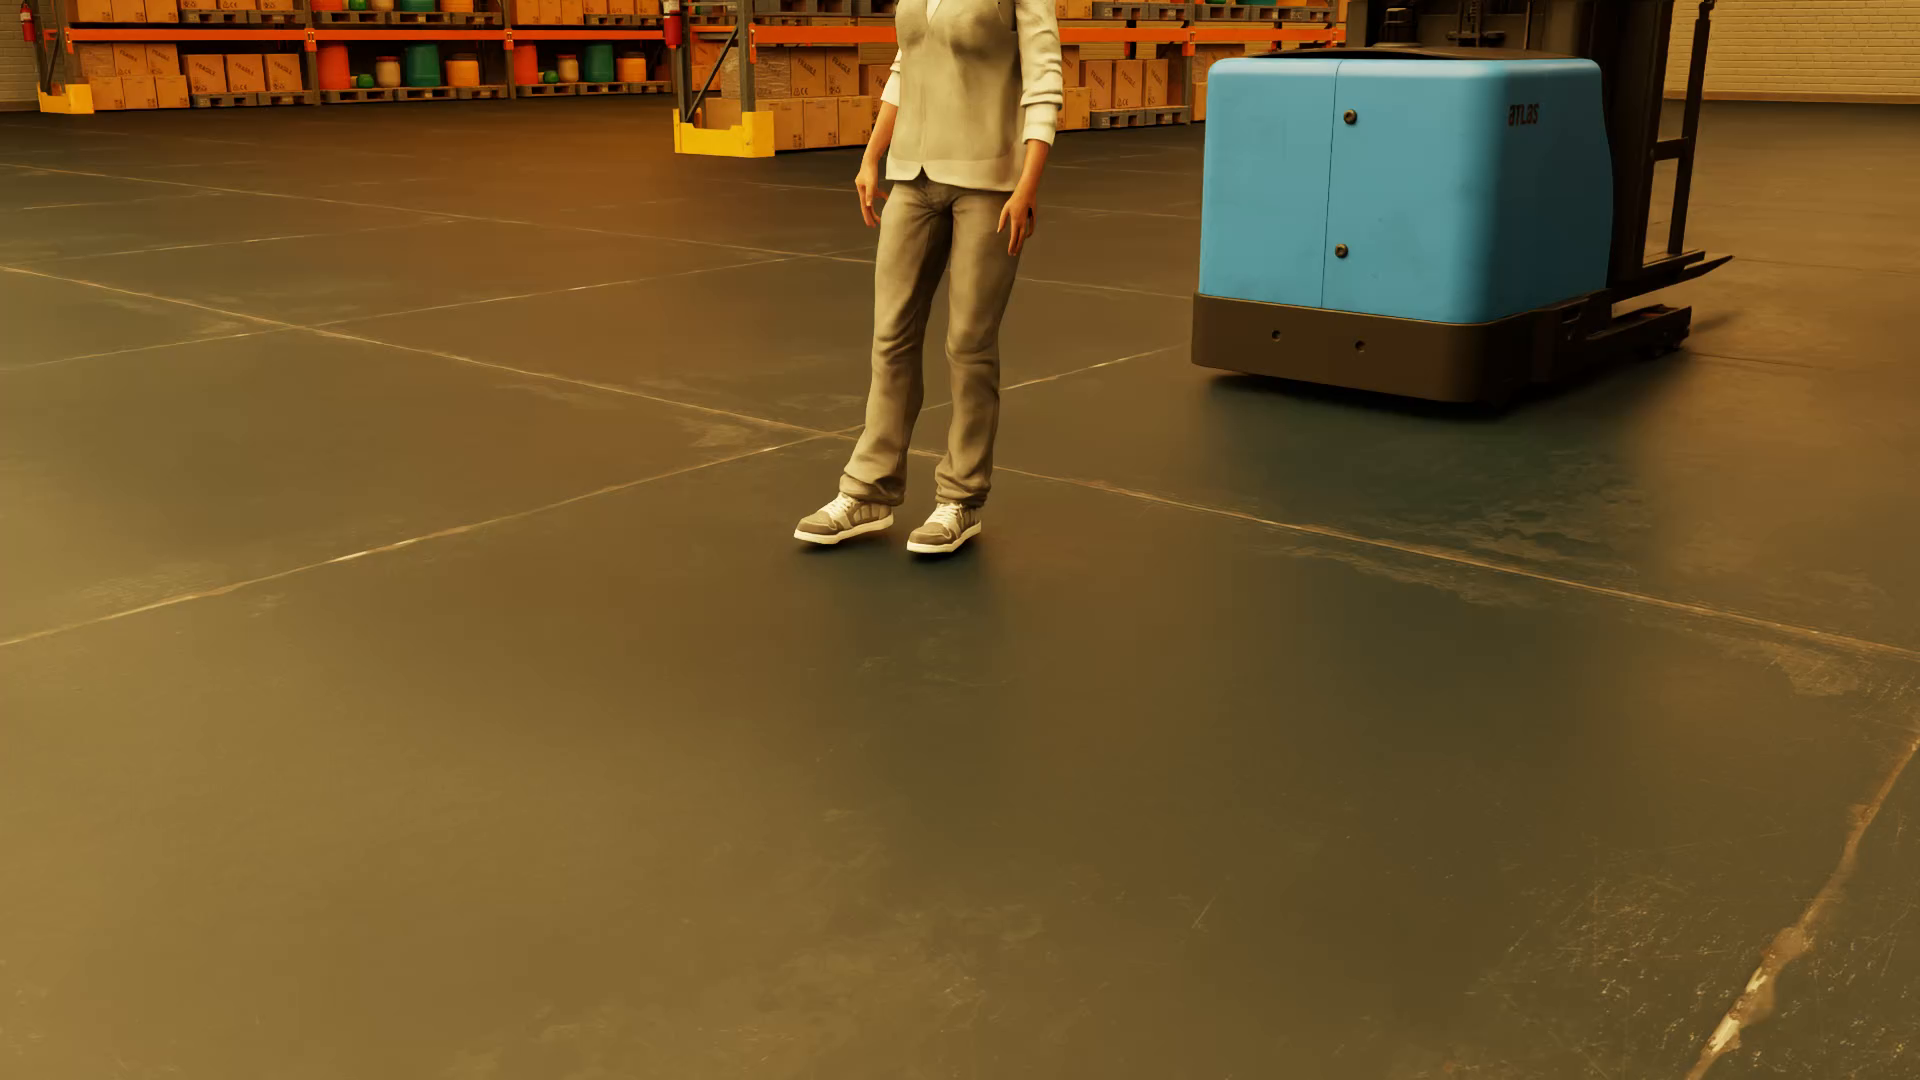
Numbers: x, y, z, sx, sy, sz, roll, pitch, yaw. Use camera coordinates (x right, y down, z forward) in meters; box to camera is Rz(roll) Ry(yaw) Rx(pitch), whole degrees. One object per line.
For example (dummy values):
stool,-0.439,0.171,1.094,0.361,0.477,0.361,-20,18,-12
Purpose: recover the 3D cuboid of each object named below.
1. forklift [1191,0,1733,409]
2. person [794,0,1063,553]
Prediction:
forklift,2.138,-2.170,6.045,1.130,2.935,3.031,14,22,39
person,-0.058,-0.754,3.662,0.521,1.592,0.473,13,21,37
